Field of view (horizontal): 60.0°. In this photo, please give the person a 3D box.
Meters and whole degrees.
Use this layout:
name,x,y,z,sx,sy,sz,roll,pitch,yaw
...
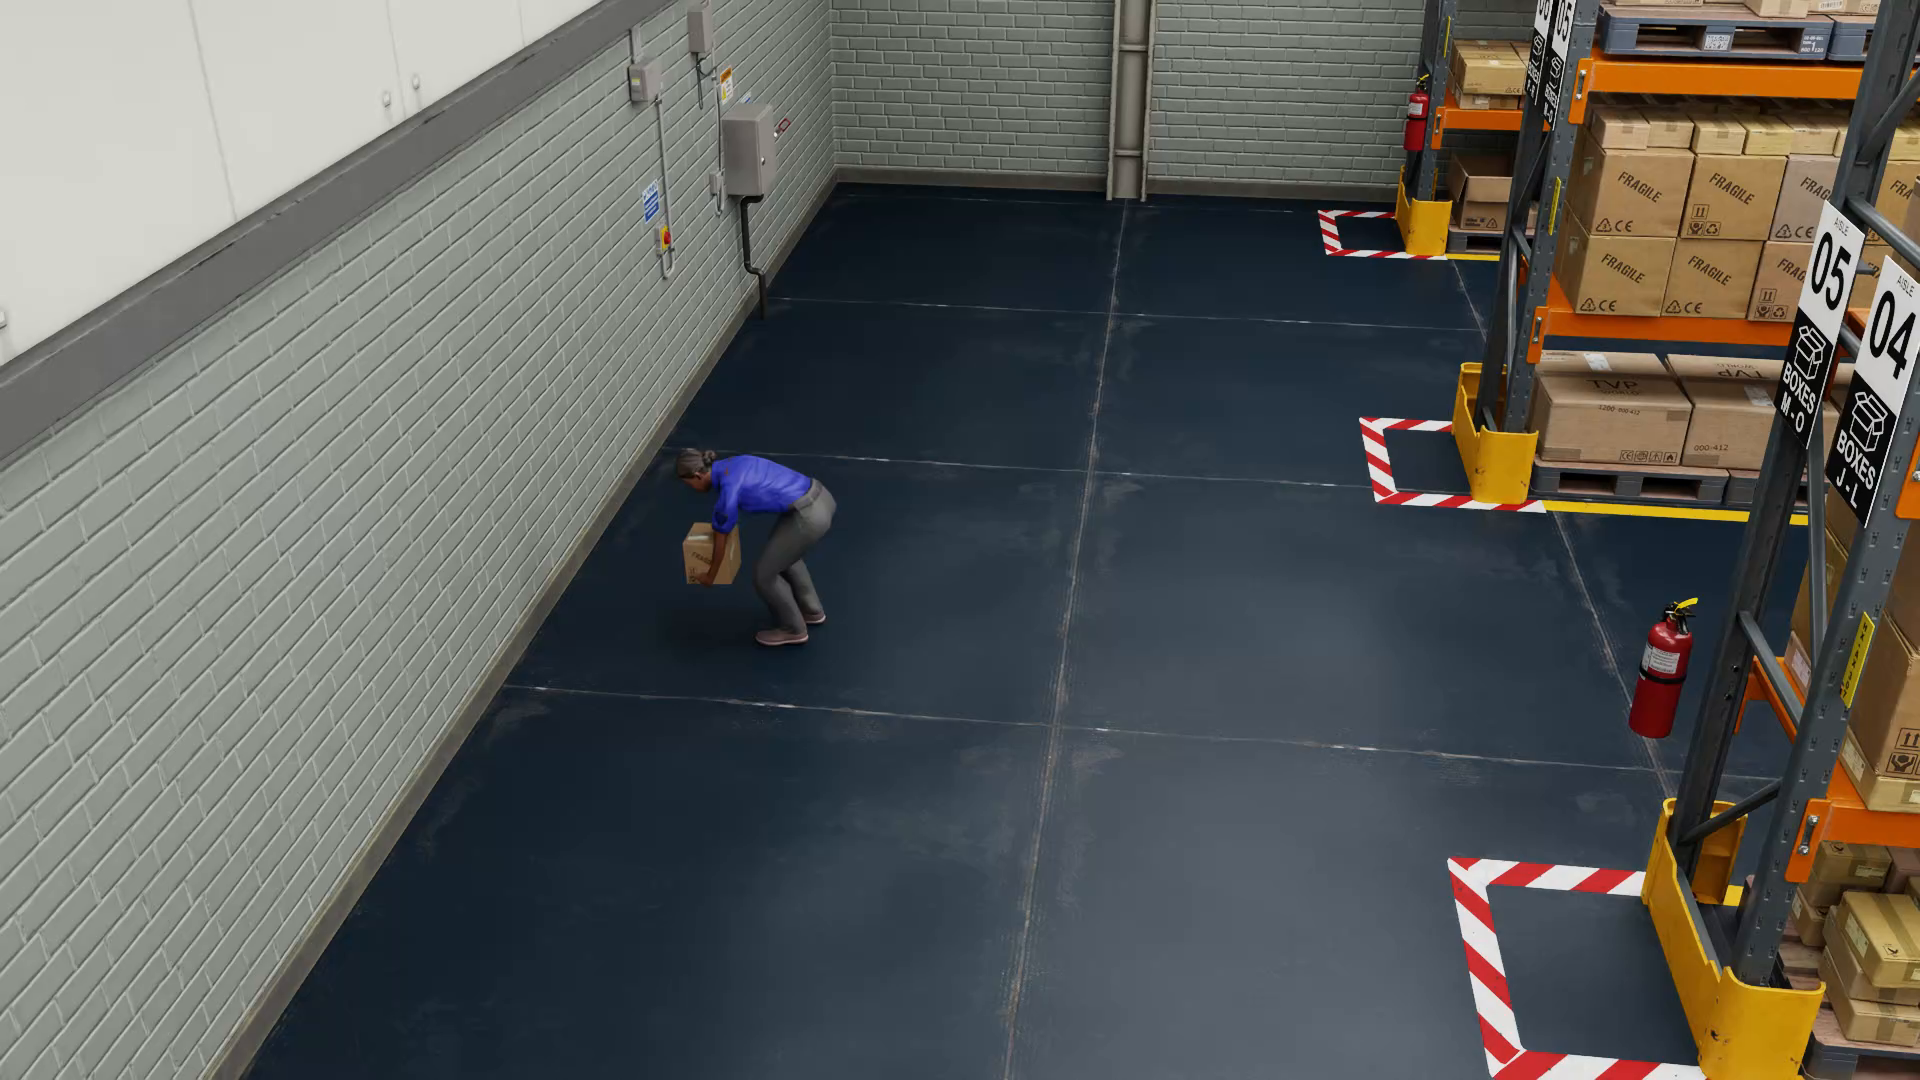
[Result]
name,x,y,z,sx,sy,sz,roll,pitch,yaw
person,-1.104,0.020,9.153,0.846,1.126,0.437,2,29,4
